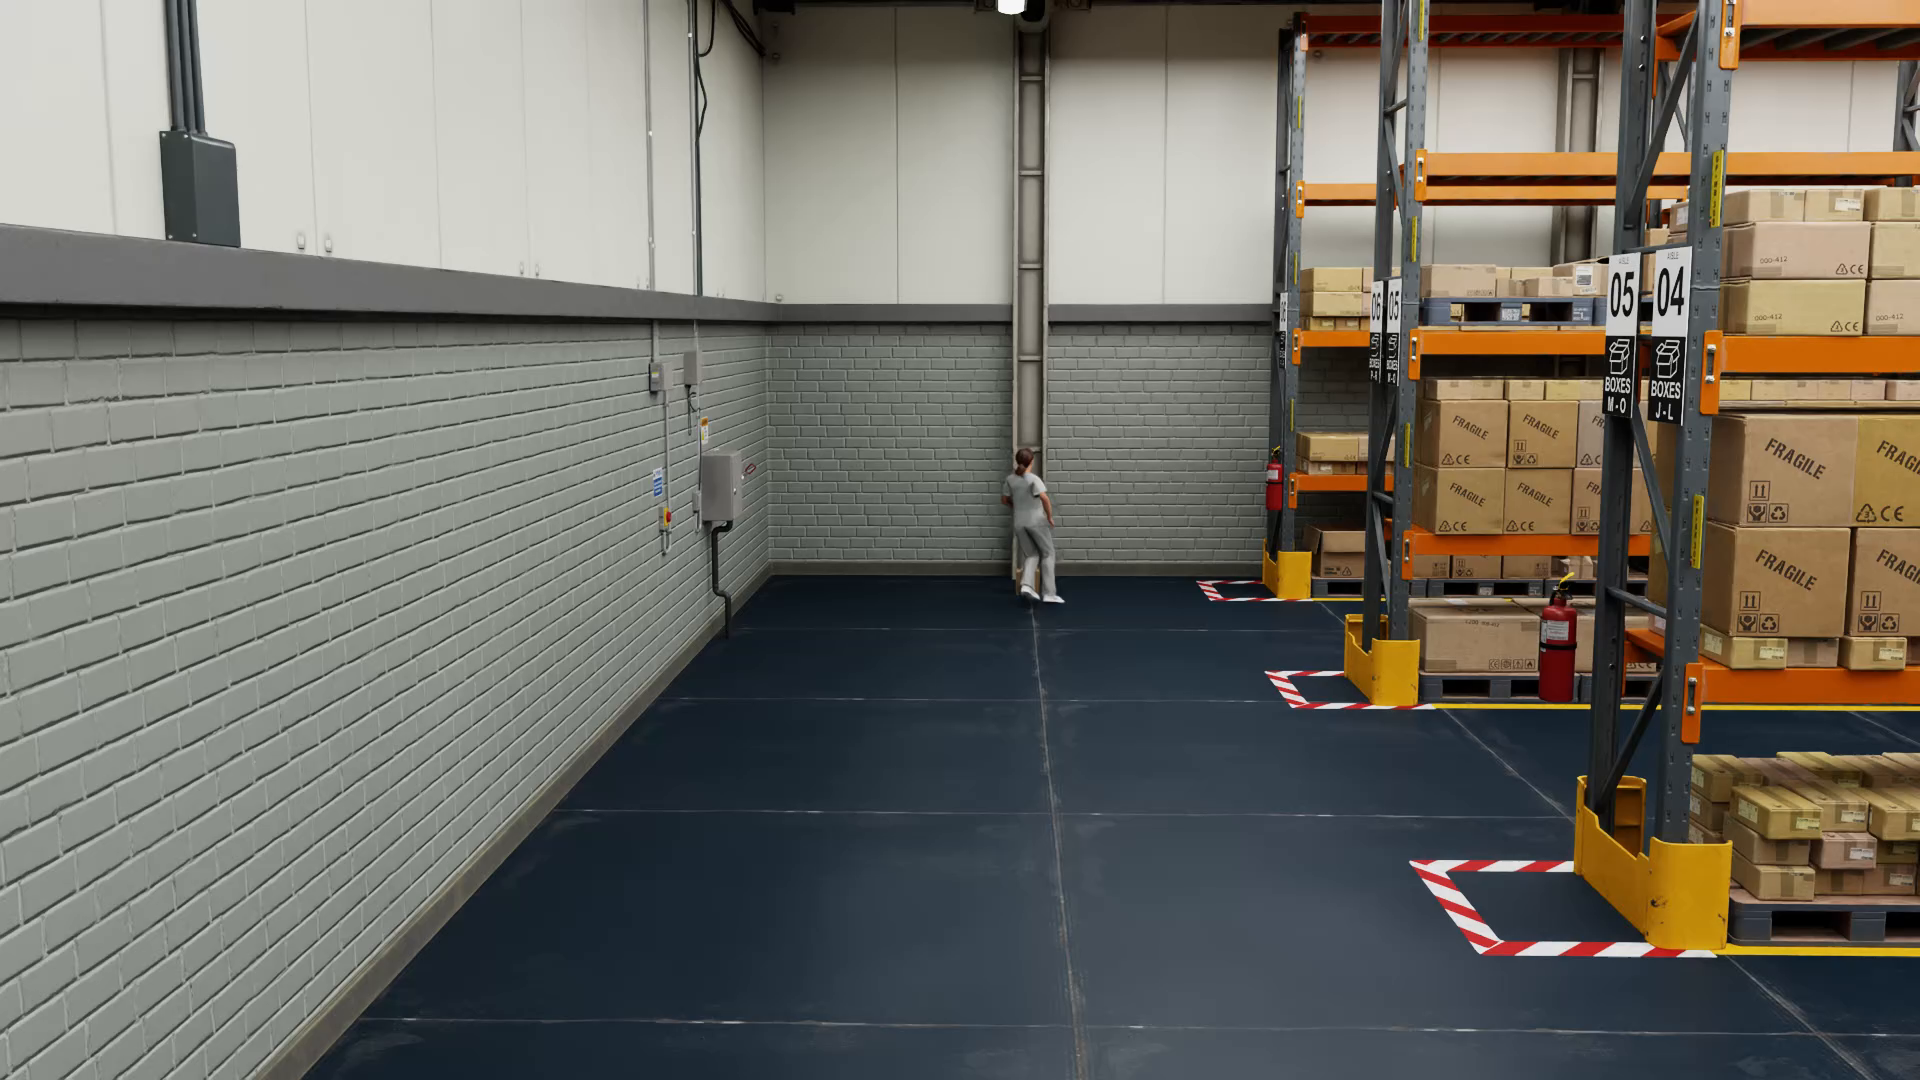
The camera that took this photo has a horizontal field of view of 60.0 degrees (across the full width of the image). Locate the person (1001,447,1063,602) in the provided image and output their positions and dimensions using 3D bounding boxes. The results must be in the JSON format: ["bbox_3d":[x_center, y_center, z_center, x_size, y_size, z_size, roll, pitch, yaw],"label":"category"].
[{"bbox_3d":[0.724,-0.138,17.151,0.618,1.647,0.676,5,9,32],"label":"person"}]
